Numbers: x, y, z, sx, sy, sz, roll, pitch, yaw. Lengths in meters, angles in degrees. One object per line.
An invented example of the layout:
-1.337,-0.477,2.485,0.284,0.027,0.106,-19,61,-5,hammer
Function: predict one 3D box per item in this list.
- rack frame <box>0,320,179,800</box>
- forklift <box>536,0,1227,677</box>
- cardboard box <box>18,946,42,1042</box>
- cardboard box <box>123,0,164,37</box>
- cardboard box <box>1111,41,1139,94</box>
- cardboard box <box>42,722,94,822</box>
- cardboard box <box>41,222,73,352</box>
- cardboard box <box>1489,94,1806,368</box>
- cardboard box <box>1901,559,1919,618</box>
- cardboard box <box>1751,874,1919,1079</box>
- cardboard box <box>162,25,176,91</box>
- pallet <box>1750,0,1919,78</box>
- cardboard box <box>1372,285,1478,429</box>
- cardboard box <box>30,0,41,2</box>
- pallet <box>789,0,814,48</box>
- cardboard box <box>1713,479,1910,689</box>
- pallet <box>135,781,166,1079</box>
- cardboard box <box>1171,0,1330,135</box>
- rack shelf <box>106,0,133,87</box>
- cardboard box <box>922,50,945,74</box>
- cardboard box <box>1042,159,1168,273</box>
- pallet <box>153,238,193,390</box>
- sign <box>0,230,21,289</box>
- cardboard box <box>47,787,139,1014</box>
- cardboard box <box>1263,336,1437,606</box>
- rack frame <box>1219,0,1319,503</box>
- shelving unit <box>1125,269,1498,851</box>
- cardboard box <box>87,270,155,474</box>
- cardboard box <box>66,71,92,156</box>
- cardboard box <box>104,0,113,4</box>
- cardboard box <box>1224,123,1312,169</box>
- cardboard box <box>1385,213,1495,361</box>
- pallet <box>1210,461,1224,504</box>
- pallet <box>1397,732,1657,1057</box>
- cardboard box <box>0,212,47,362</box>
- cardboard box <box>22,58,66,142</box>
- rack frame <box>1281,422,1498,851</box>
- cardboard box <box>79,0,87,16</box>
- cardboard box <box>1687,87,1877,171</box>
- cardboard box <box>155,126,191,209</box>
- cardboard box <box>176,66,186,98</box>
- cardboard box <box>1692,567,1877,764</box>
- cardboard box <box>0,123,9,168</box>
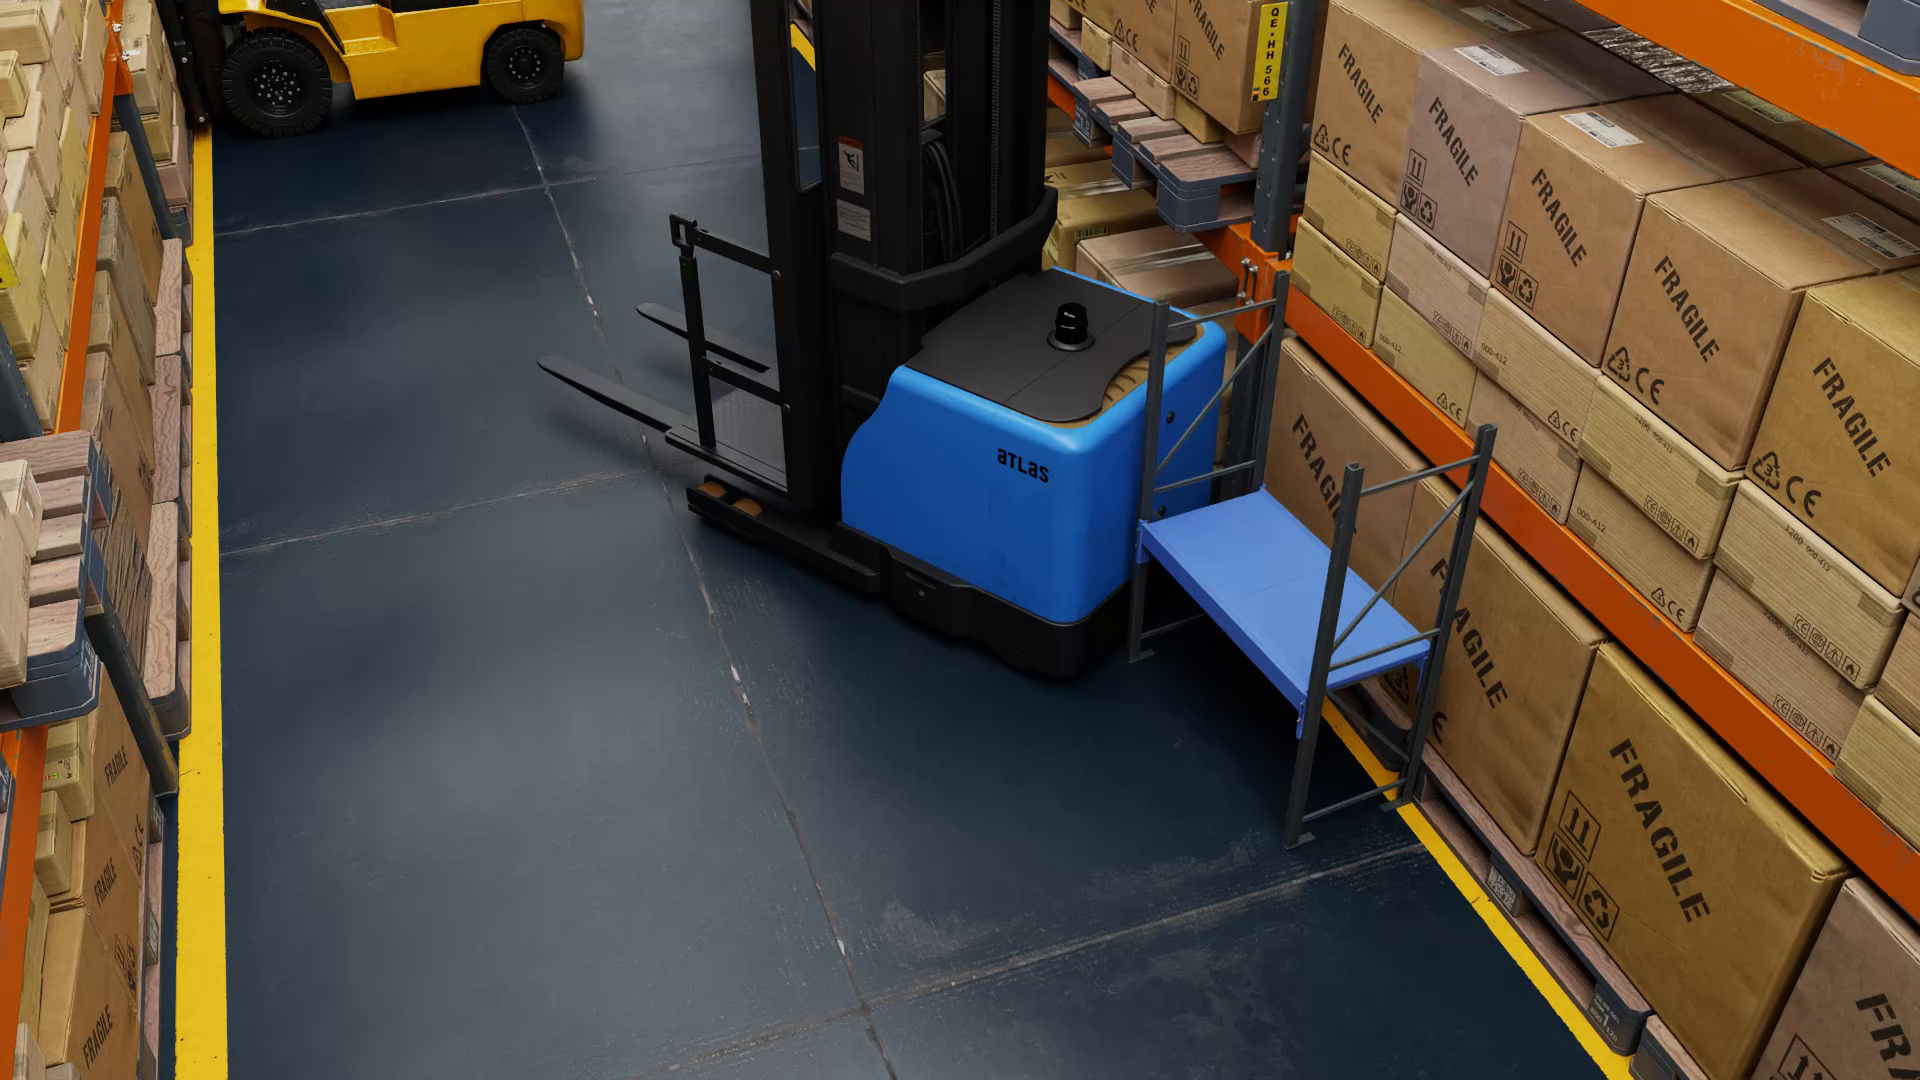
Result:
-3.126,-0.269,4.615,1.000,3.000,0.127,-12,39,-16,rack frame
-0.496,-1.400,6.172,3.031,2.935,1.130,25,44,29,forklift
-2.412,1.134,3.941,0.380,0.149,0.250,-13,39,-17,cardboard box
-4.723,-2.906,9.220,0.500,0.250,0.500,-11,38,-14,cardboard box
0.831,-1.916,6.661,0.380,0.149,0.250,-14,39,-18,cardboard box
-2.596,0.677,4.548,0.380,0.149,0.250,-14,39,-18,cardboard box
-3.218,-0.796,5.438,0.500,0.250,0.500,-13,39,-17,cardboard box
1.816,-0.836,4.452,0.500,0.500,0.500,-11,38,-15,cardboard box
2.335,0.030,3.303,0.500,0.500,0.500,-12,39,-15,cardboard box
2.621,1.308,3.938,0.875,0.875,0.875,-11,38,-15,cardboard box
-4.717,-2.706,9.370,0.500,0.250,0.500,-13,39,-16,cardboard box
2.192,-1.438,3.830,1.003,0.211,1.213,-11,38,-14,pallet
1.658,-0.624,5.210,0.500,0.250,0.500,-14,39,-17,cardboard box
-3.790,-2.108,6.433,0.380,0.149,0.250,-13,39,-17,cardboard box
-0.531,-3.507,11.231,1.003,0.211,1.213,-12,39,-16,pallet
2.167,0.050,3.900,0.500,0.250,0.500,-12,38,-15,cardboard box
-2.905,1.274,4.883,1.003,0.211,1.213,-12,39,-16,pallet
1.115,-1.825,6.000,0.500,0.500,0.500,-14,39,-17,cardboard box
-5.191,-3.372,9.331,1.077,0.370,4.000,-12,39,-16,rack shelf
-0.299,-2.907,10.052,0.500,0.250,0.500,-11,38,-14,cardboard box
0.831,-1.583,8.194,0.950,0.372,0.625,-11,38,-14,cardboard box
-4.213,-1.007,7.912,1.003,0.211,1.213,-12,39,-16,pallet
-2.620,-0.818,4.446,0.100,0.325,0.005,-12,39,-16,sign
-2.617,1.041,4.604,0.500,0.500,0.500,-13,39,-17,cardboard box
1.693,-0.211,5.954,0.875,0.875,0.875,-13,39,-16,cardboard box
1.533,-1.299,5.982,1.000,3.000,0.127,-12,39,-16,rack frame
1.063,0.063,5.420,0.538,1.500,1.048,-16,40,-20,shelving unit
-3.792,-0.592,6.667,0.875,0.625,0.625,-14,39,-18,cardboard box
-3.763,-1.669,6.597,0.500,0.250,0.500,-12,39,-16,cardboard box
-4.410,-2.874,7.989,0.500,0.500,0.500,-13,39,-17,cardboard box
1.199,-1.503,6.112,0.380,0.149,0.250,-11,38,-14,cardboard box
1.652,-0.809,5.041,0.500,0.250,0.500,-12,39,-15,cardboard box
1.265,-0.627,7.407,1.003,0.211,1.213,-12,39,-16,pallet
2.150,0.964,5.295,1.003,0.211,1.213,-12,39,-16,pallet
-3.026,-0.716,4.916,0.500,0.250,0.500,-12,39,-16,cardboard box
-3.584,-1.576,6.059,0.500,0.250,0.500,-12,39,-15,cardboard box
1.282,0.339,5.053,0.500,1.500,0.032,-16,40,-20,rack frame
-4.094,-2.444,7.211,0.500,0.250,0.500,-13,39,-17,cardboard box
2.305,-0.931,4.578,0.500,0.500,0.500,-12,39,-16,cardboard box
-4.358,-1.940,8.769,0.500,0.250,0.500,-12,39,-15,cardboard box
-4.895,-2.802,9.913,0.500,0.250,0.500,-11,38,-15,cardboard box
2.188,0.242,4.060,0.500,0.250,0.500,-13,39,-17,cardboard box
-3.267,-1.245,5.287,0.380,0.149,0.250,-12,39,-15,cardboard box
